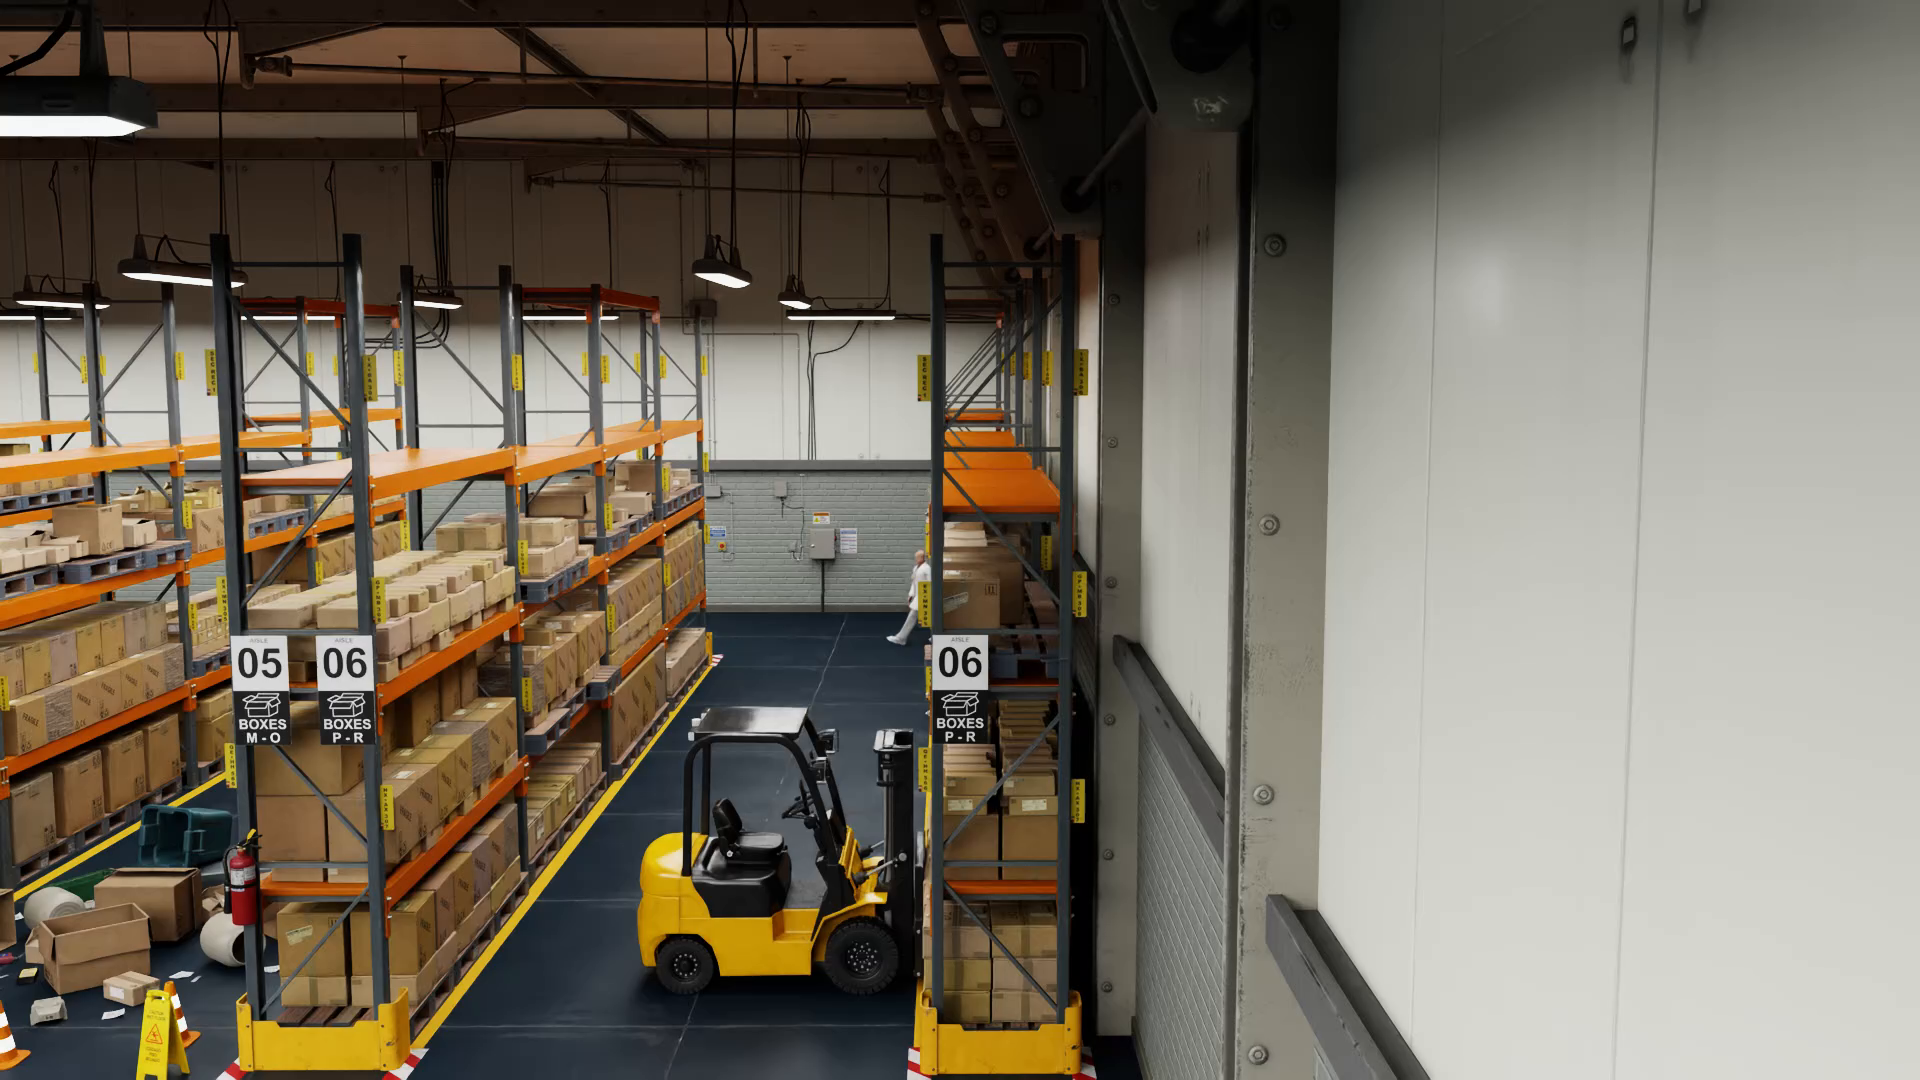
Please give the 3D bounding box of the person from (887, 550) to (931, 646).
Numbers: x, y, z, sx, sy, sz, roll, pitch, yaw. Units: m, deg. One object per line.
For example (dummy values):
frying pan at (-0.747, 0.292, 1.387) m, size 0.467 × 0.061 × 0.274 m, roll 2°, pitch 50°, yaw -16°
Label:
person at (-0.741, 1.029, 29.770) m, size 1.198 × 1.702 × 0.562 m, roll -2°, pitch 7°, yaw -16°
